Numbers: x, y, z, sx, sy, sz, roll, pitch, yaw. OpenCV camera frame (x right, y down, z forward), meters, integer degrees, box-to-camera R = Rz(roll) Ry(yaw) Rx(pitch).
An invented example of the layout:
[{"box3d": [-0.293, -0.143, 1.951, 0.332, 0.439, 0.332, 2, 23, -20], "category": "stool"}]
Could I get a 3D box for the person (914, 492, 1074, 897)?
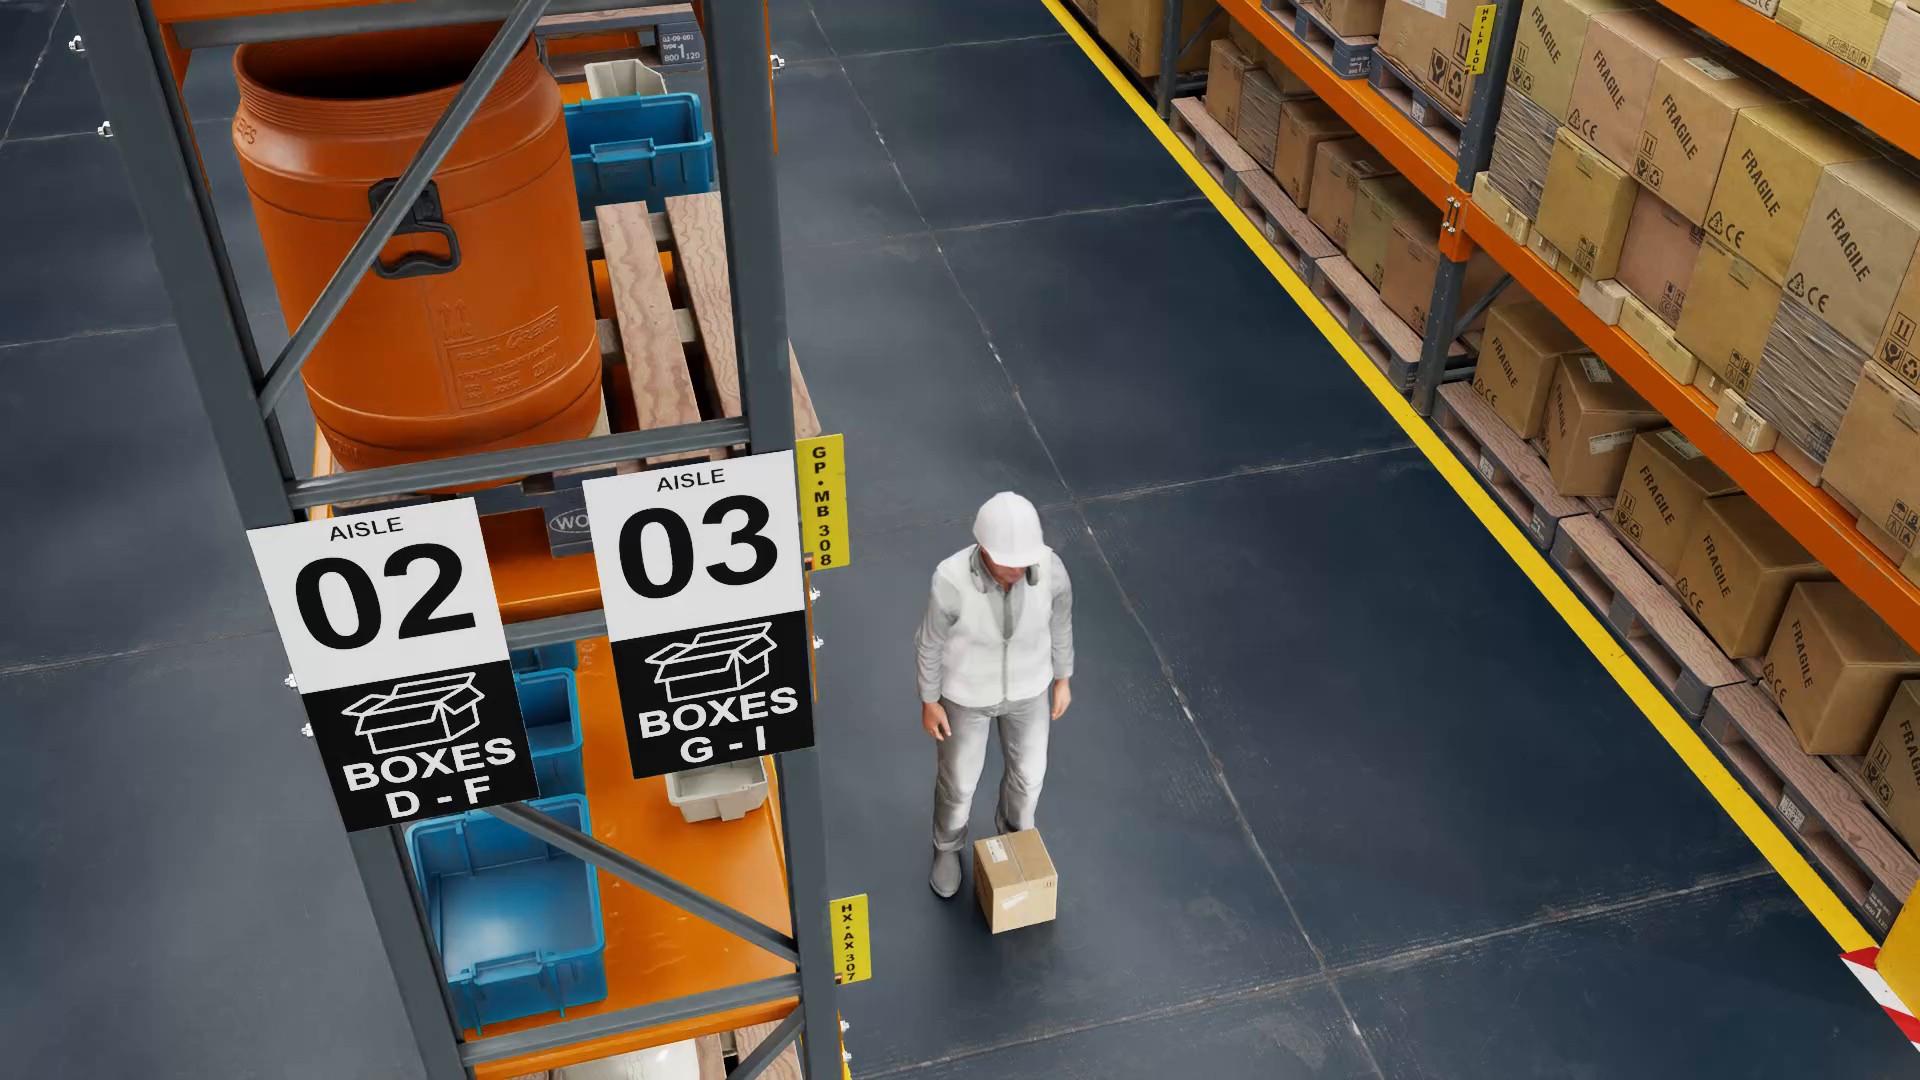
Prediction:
[{"box3d": [0.129, 0.535, 6.006, 0.580, 1.772, 0.462, -9, 39, -12], "category": "person"}]
